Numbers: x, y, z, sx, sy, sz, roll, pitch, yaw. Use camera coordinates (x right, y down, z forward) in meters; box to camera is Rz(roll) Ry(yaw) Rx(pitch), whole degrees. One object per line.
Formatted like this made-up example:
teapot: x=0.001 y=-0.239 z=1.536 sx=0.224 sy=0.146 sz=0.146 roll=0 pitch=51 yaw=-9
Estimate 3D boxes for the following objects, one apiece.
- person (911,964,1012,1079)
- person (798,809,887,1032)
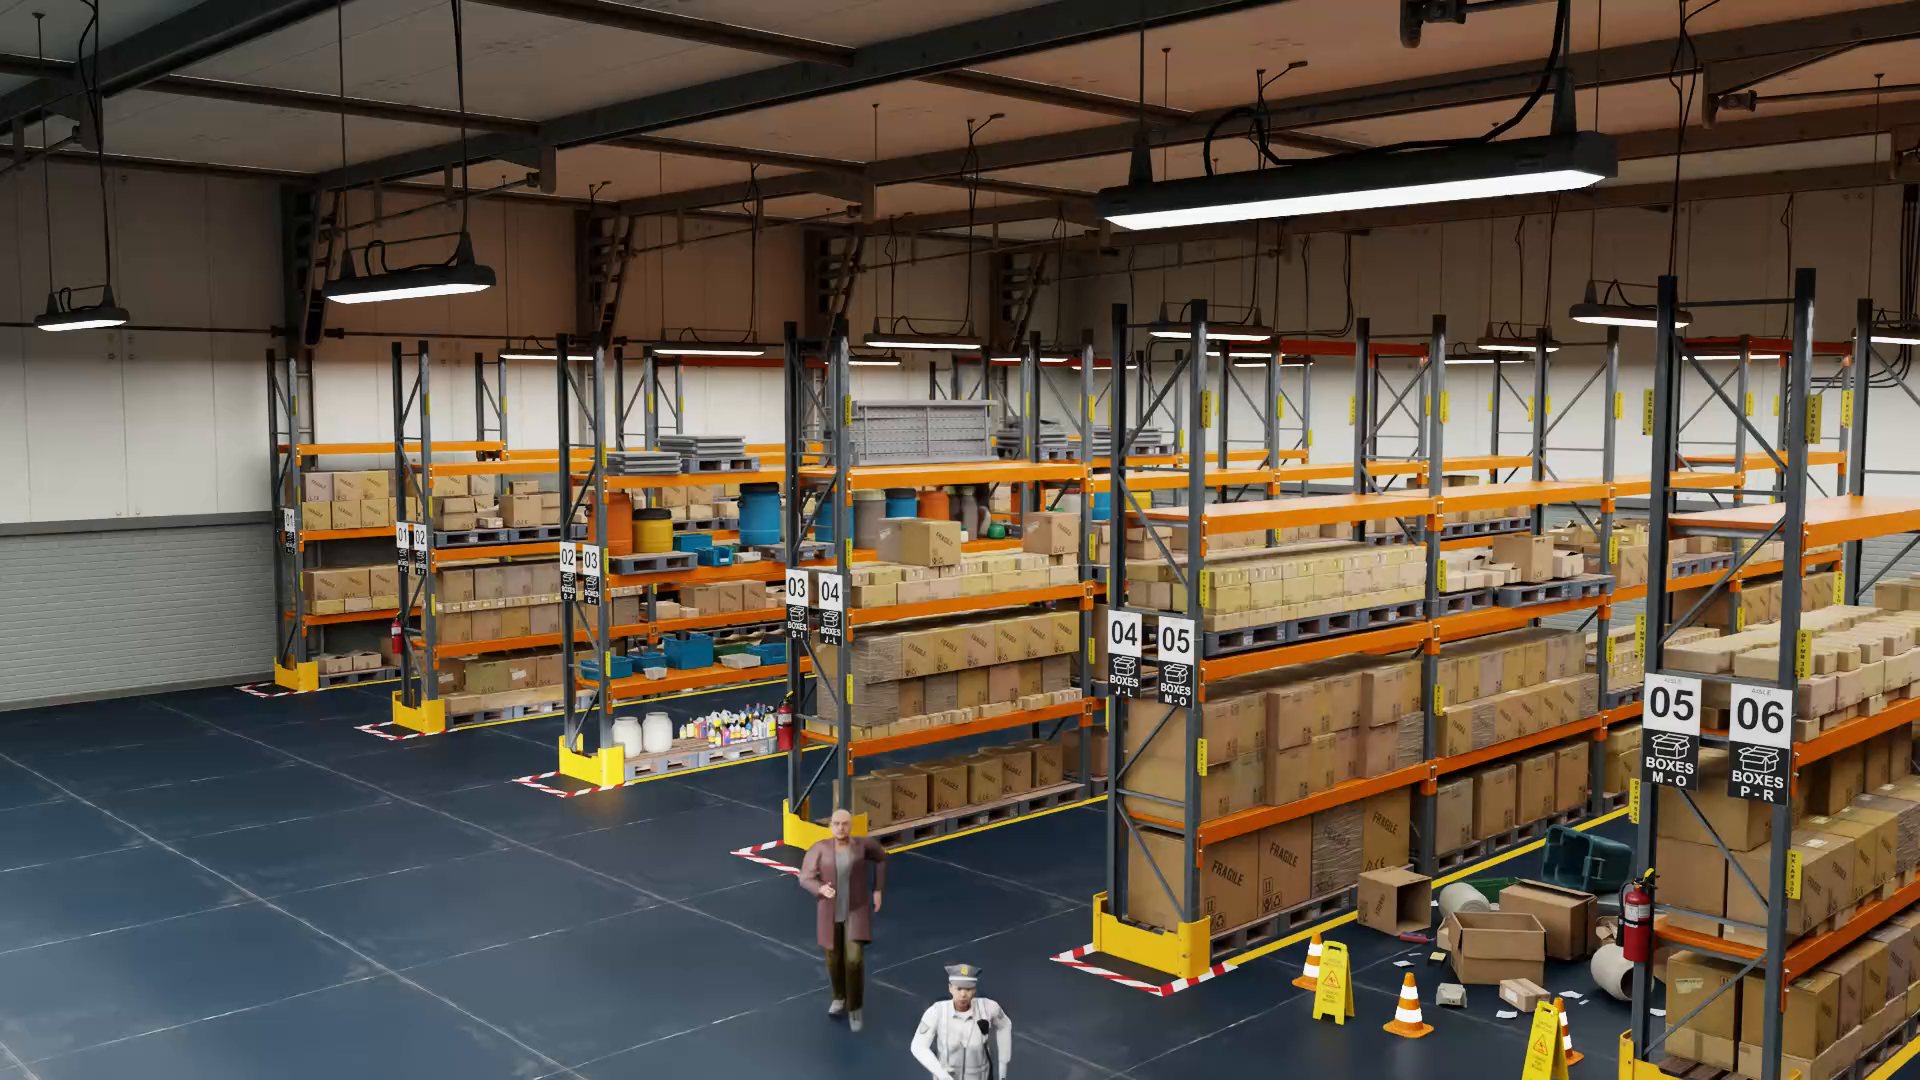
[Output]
person: x=0.012 y=3.428 z=10.419 sx=0.637 sy=1.694 sz=0.980 roll=0 pitch=5 yaw=-1
person: x=-0.965 y=3.111 z=13.617 sx=0.700 sy=1.840 sz=0.813 roll=0 pitch=5 yaw=2
